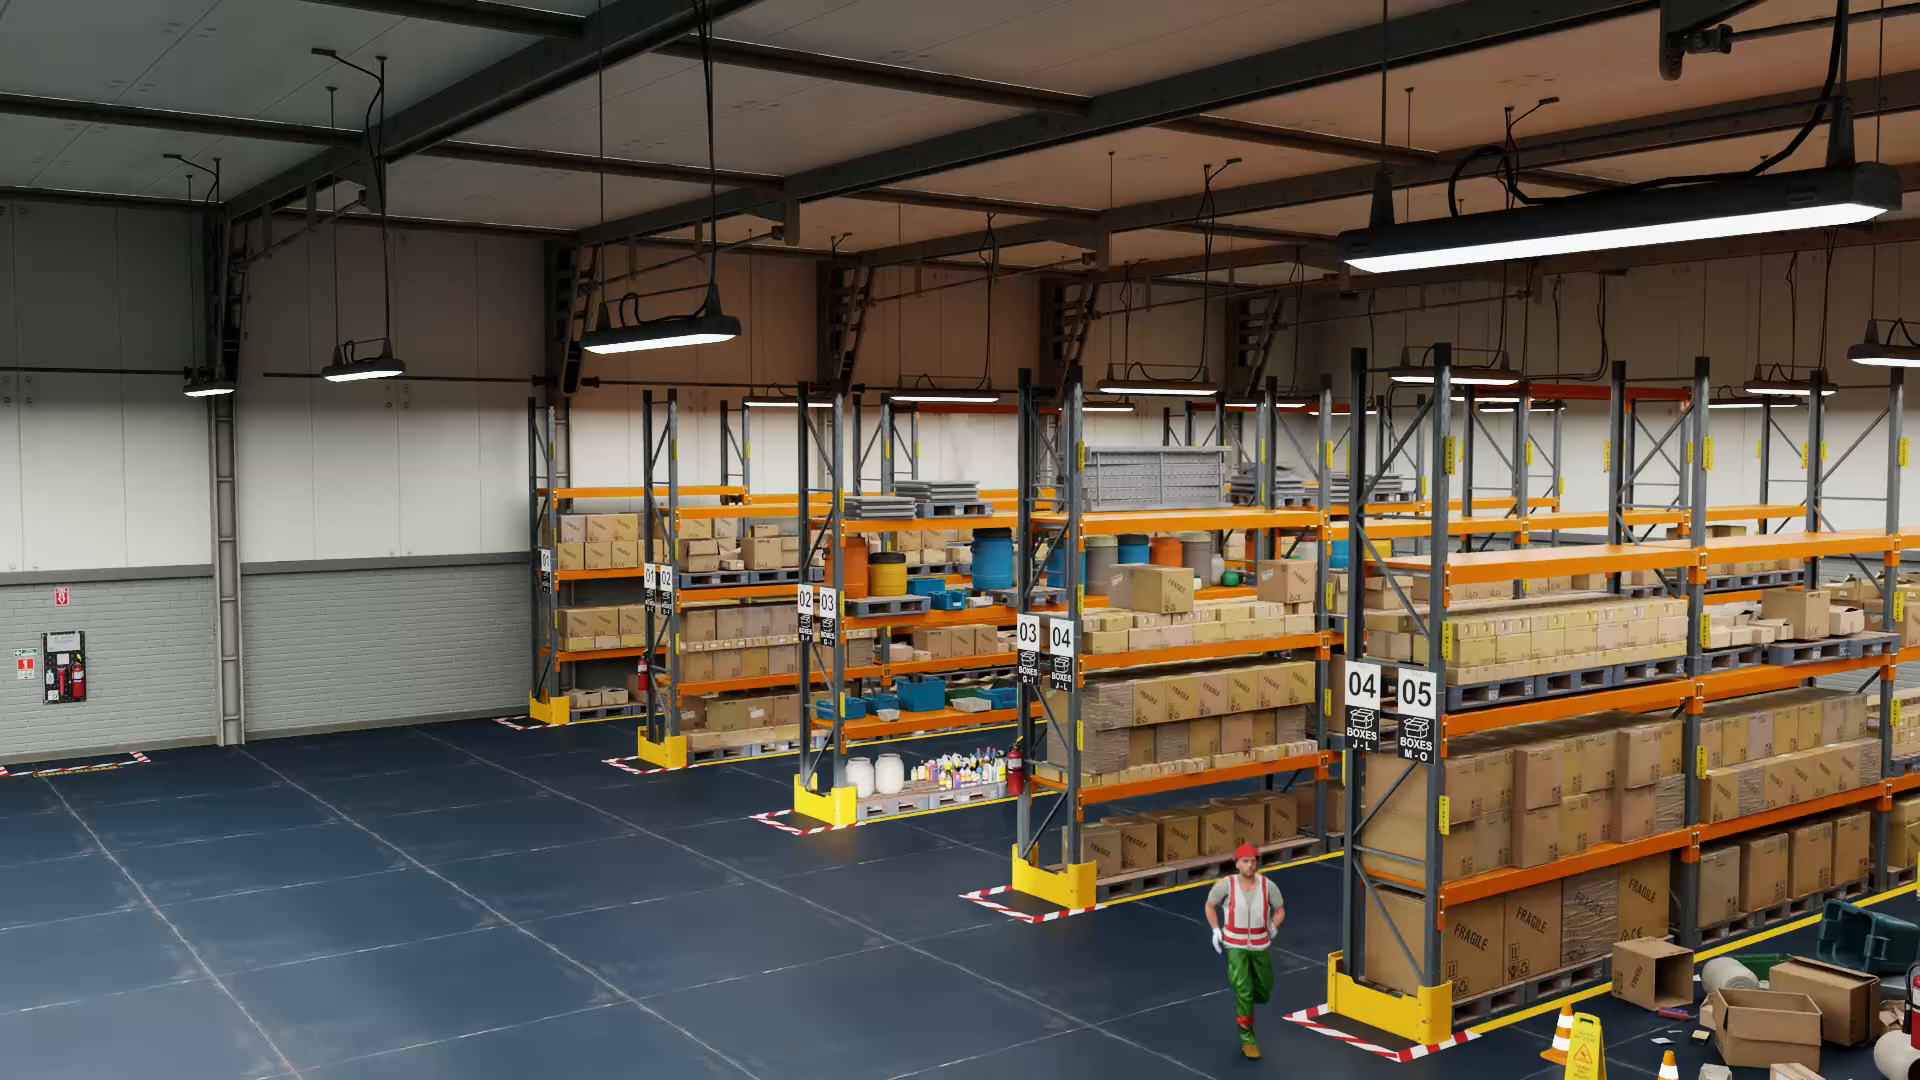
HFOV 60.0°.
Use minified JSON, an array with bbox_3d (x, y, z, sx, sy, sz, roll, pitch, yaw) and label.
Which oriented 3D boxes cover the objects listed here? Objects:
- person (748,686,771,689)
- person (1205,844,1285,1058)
[{"bbox_3d":[-3.619,2.526,29.918,0.648,1.747,0.692,-2,4,-32],"label":"person"},{"bbox_3d":[2.433,3.448,14.169,0.664,1.754,0.767,0,3,-2],"label":"person"}]
